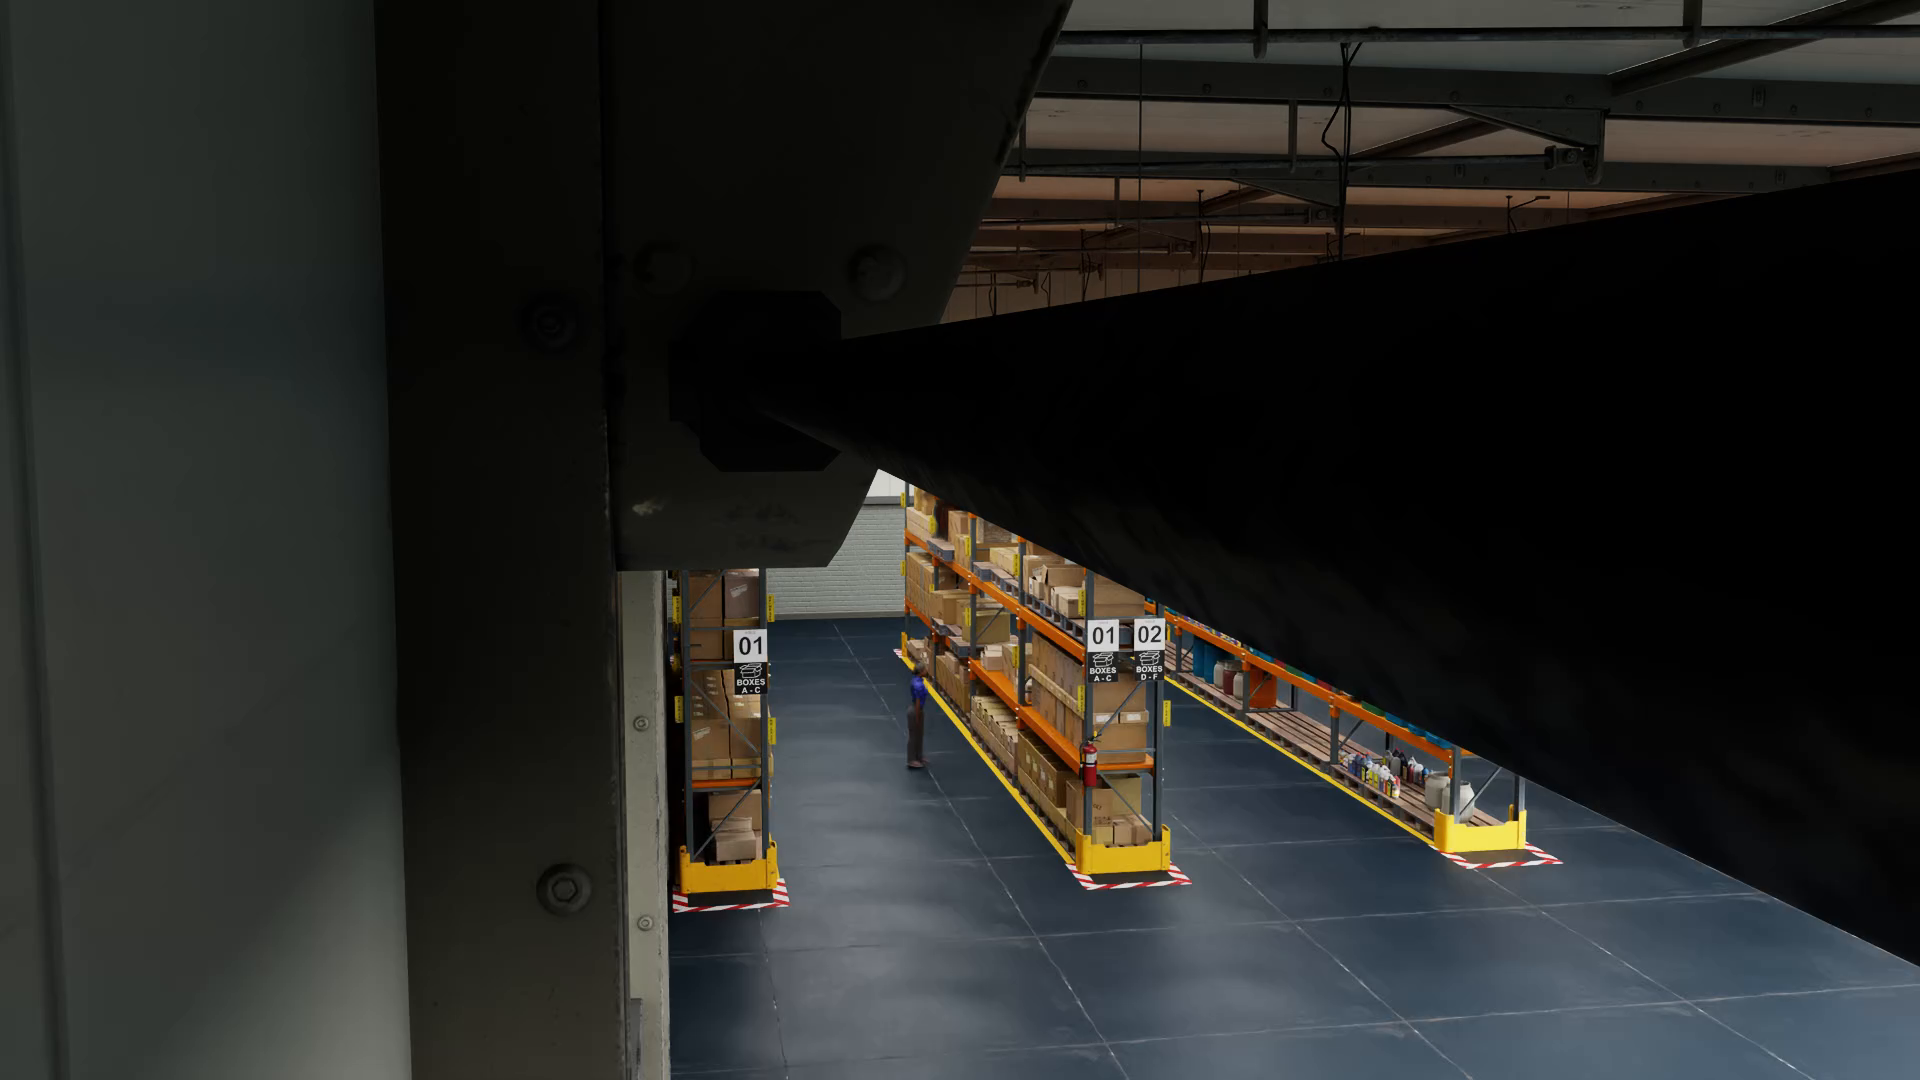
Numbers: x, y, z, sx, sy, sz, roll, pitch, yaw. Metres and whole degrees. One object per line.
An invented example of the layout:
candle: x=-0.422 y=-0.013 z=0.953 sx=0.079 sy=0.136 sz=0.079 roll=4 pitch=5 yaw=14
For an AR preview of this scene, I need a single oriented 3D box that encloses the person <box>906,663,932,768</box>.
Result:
person: x=-0.649 y=2.775 z=26.395 sx=0.406 sy=1.675 sz=0.482 roll=0 pitch=6 yaw=-2
